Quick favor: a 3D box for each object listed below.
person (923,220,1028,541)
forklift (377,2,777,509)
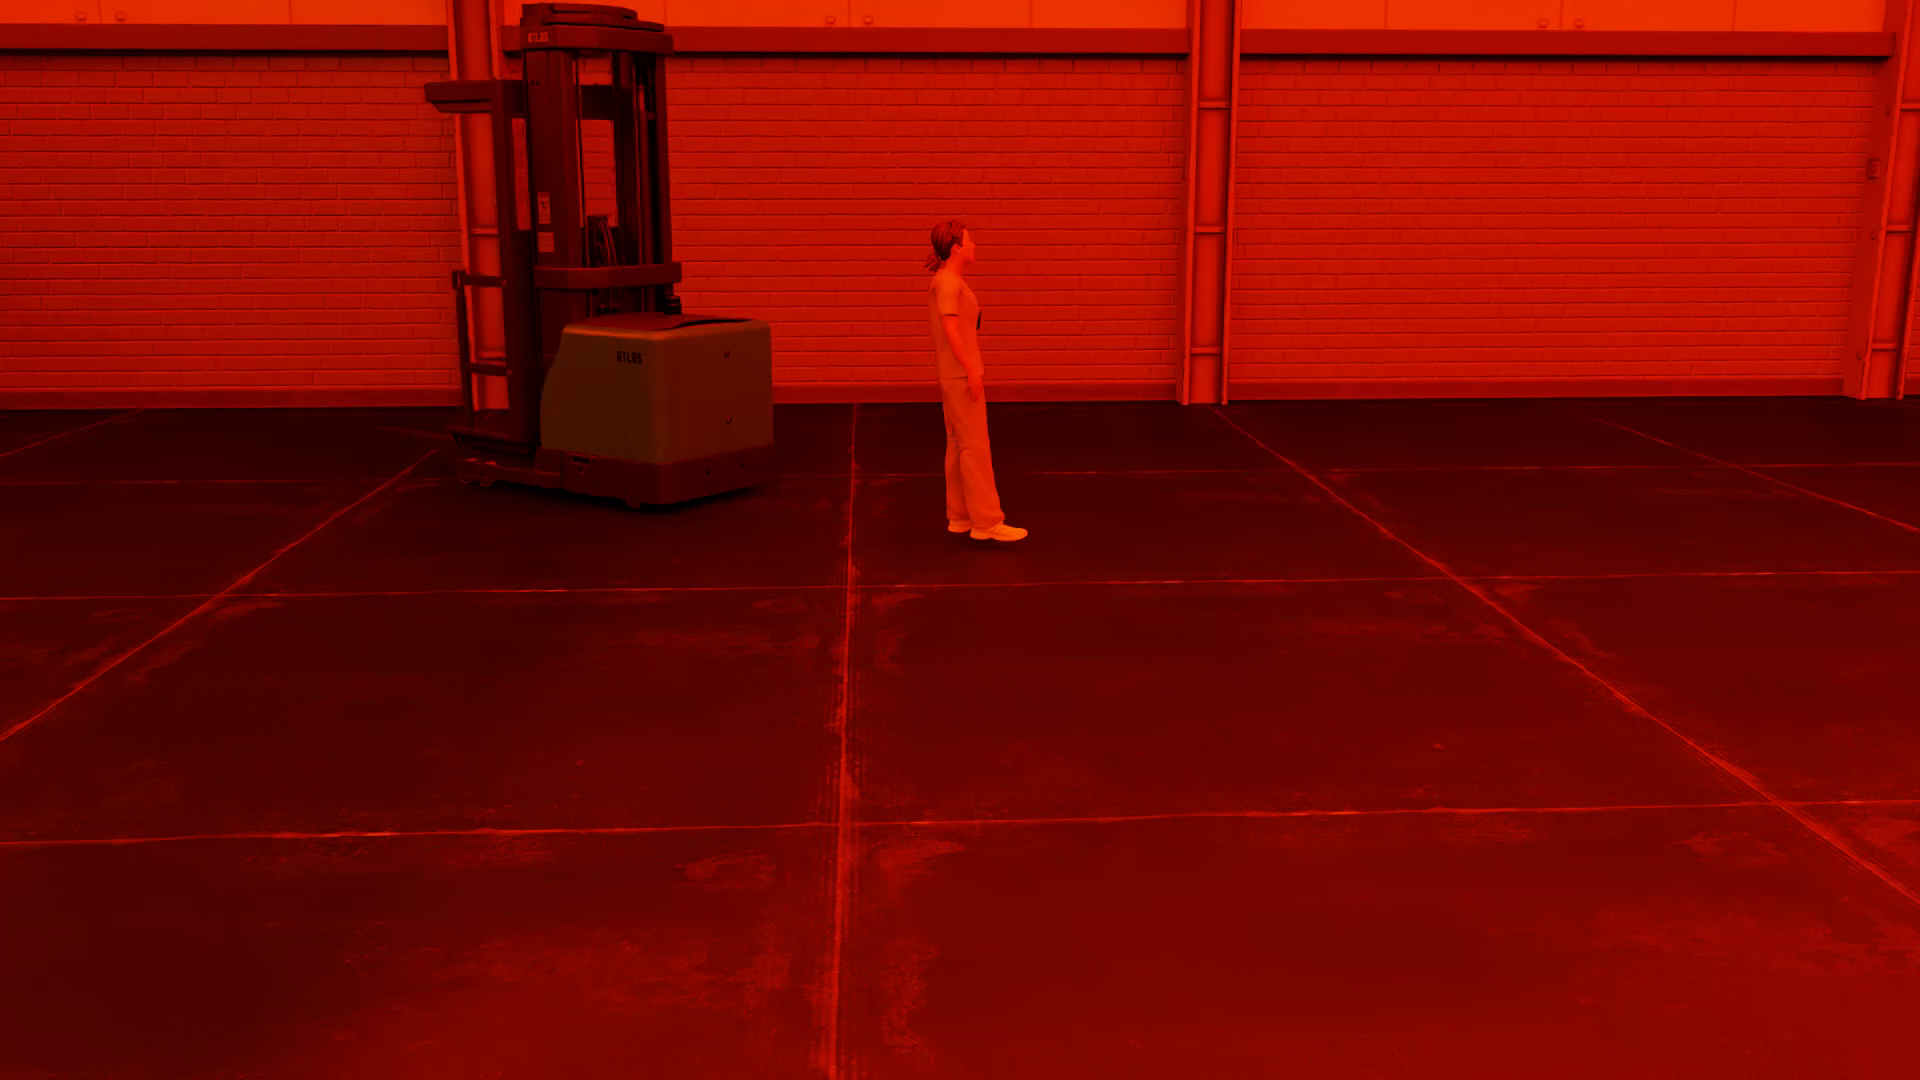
[{"bbox_3d":[0.074,-0.862,8.899,0.548,1.674,0.548,-1,13,-3],"label":"person"},{"bbox_3d":[-2.634,-1.848,10.638,3.031,2.935,1.130,9,16,36],"label":"forklift"}]
